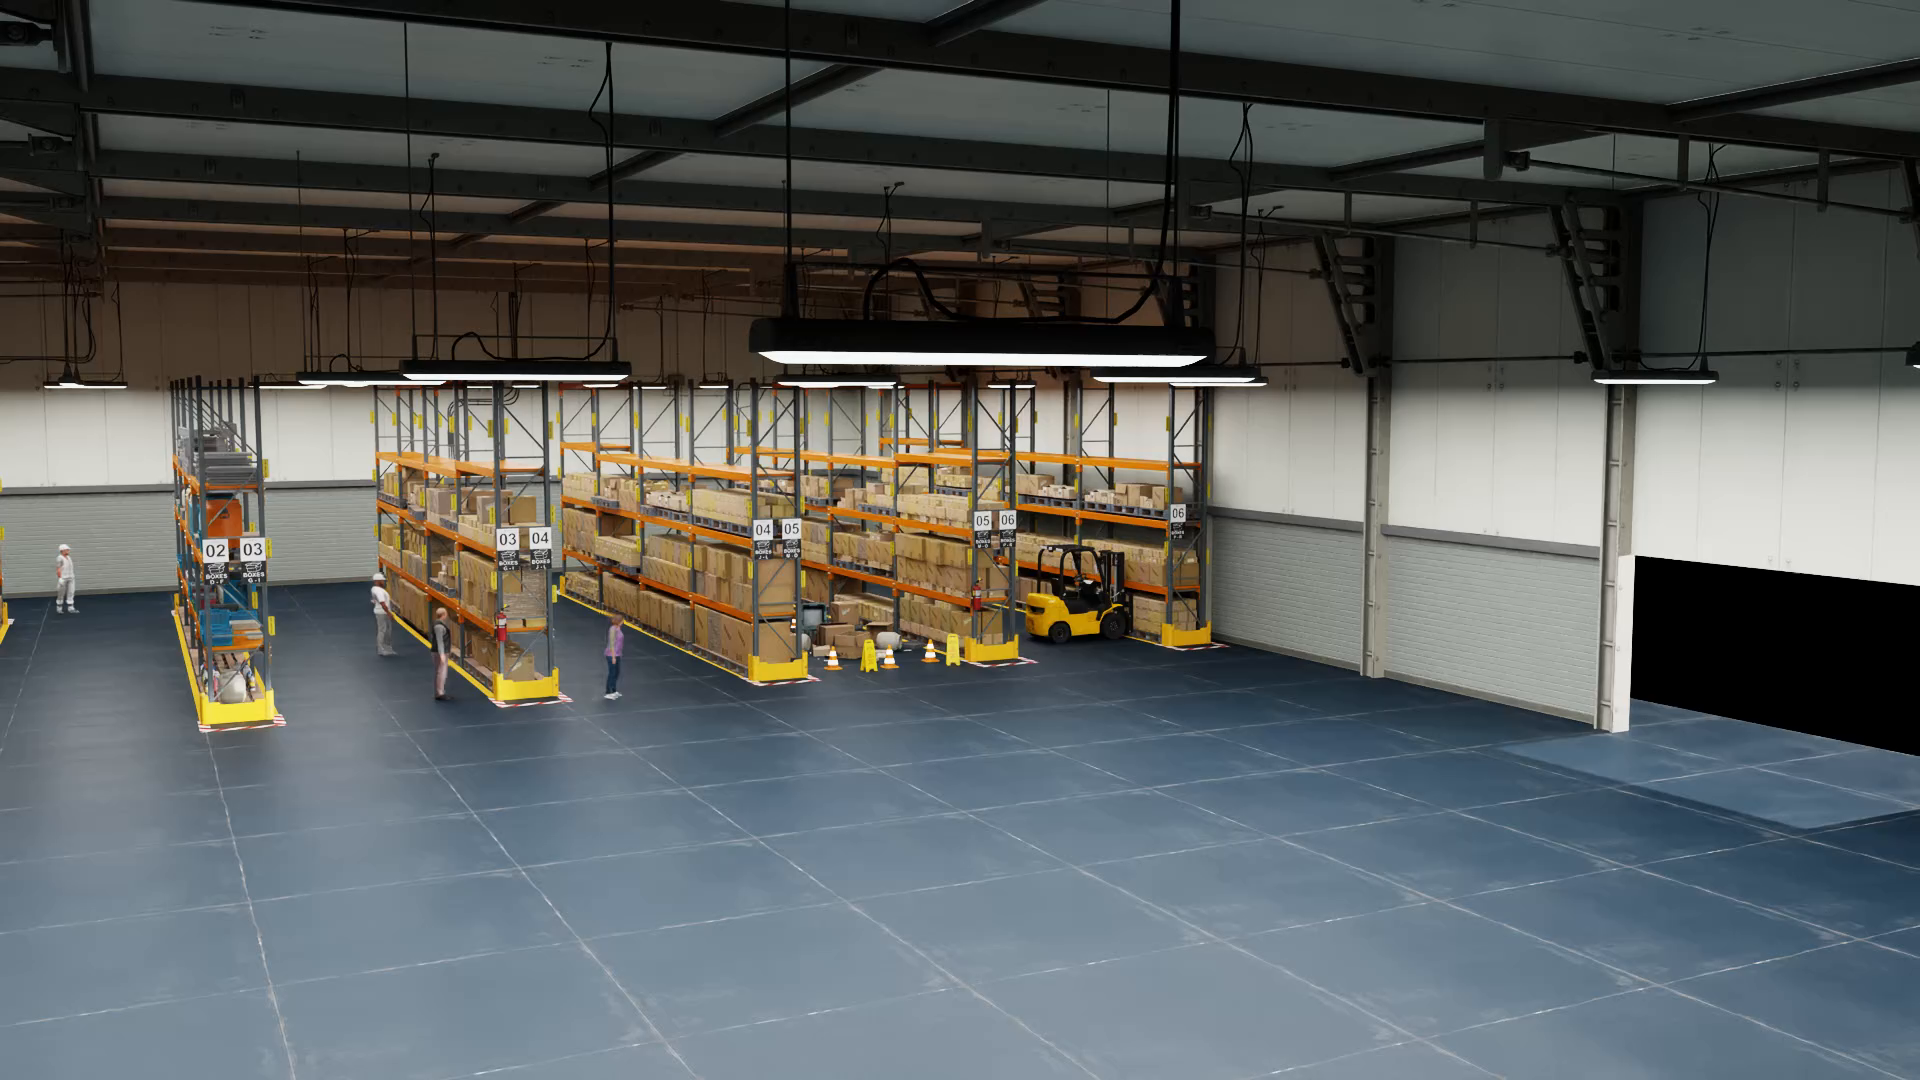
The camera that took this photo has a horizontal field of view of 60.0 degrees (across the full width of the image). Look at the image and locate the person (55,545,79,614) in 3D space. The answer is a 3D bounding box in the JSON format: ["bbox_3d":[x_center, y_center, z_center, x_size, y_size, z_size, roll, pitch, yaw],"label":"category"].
[{"bbox_3d":[-23.097,1.018,42.932,0.514,1.798,0.526,2,6,25],"label":"person"}]

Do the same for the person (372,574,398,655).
[{"bbox_3d":[-12.541,1.629,36.219,0.598,1.807,0.579,0,5,2],"label":"person"}]

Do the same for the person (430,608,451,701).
[{"bbox_3d":[-9.646,2.116,30.901,0.369,1.729,0.563,-1,5,-10],"label":"person"}]

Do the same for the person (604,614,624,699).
[{"bbox_3d":[-6.464,2.172,31.086,0.376,1.601,0.451,1,5,6],"label":"person"}]
